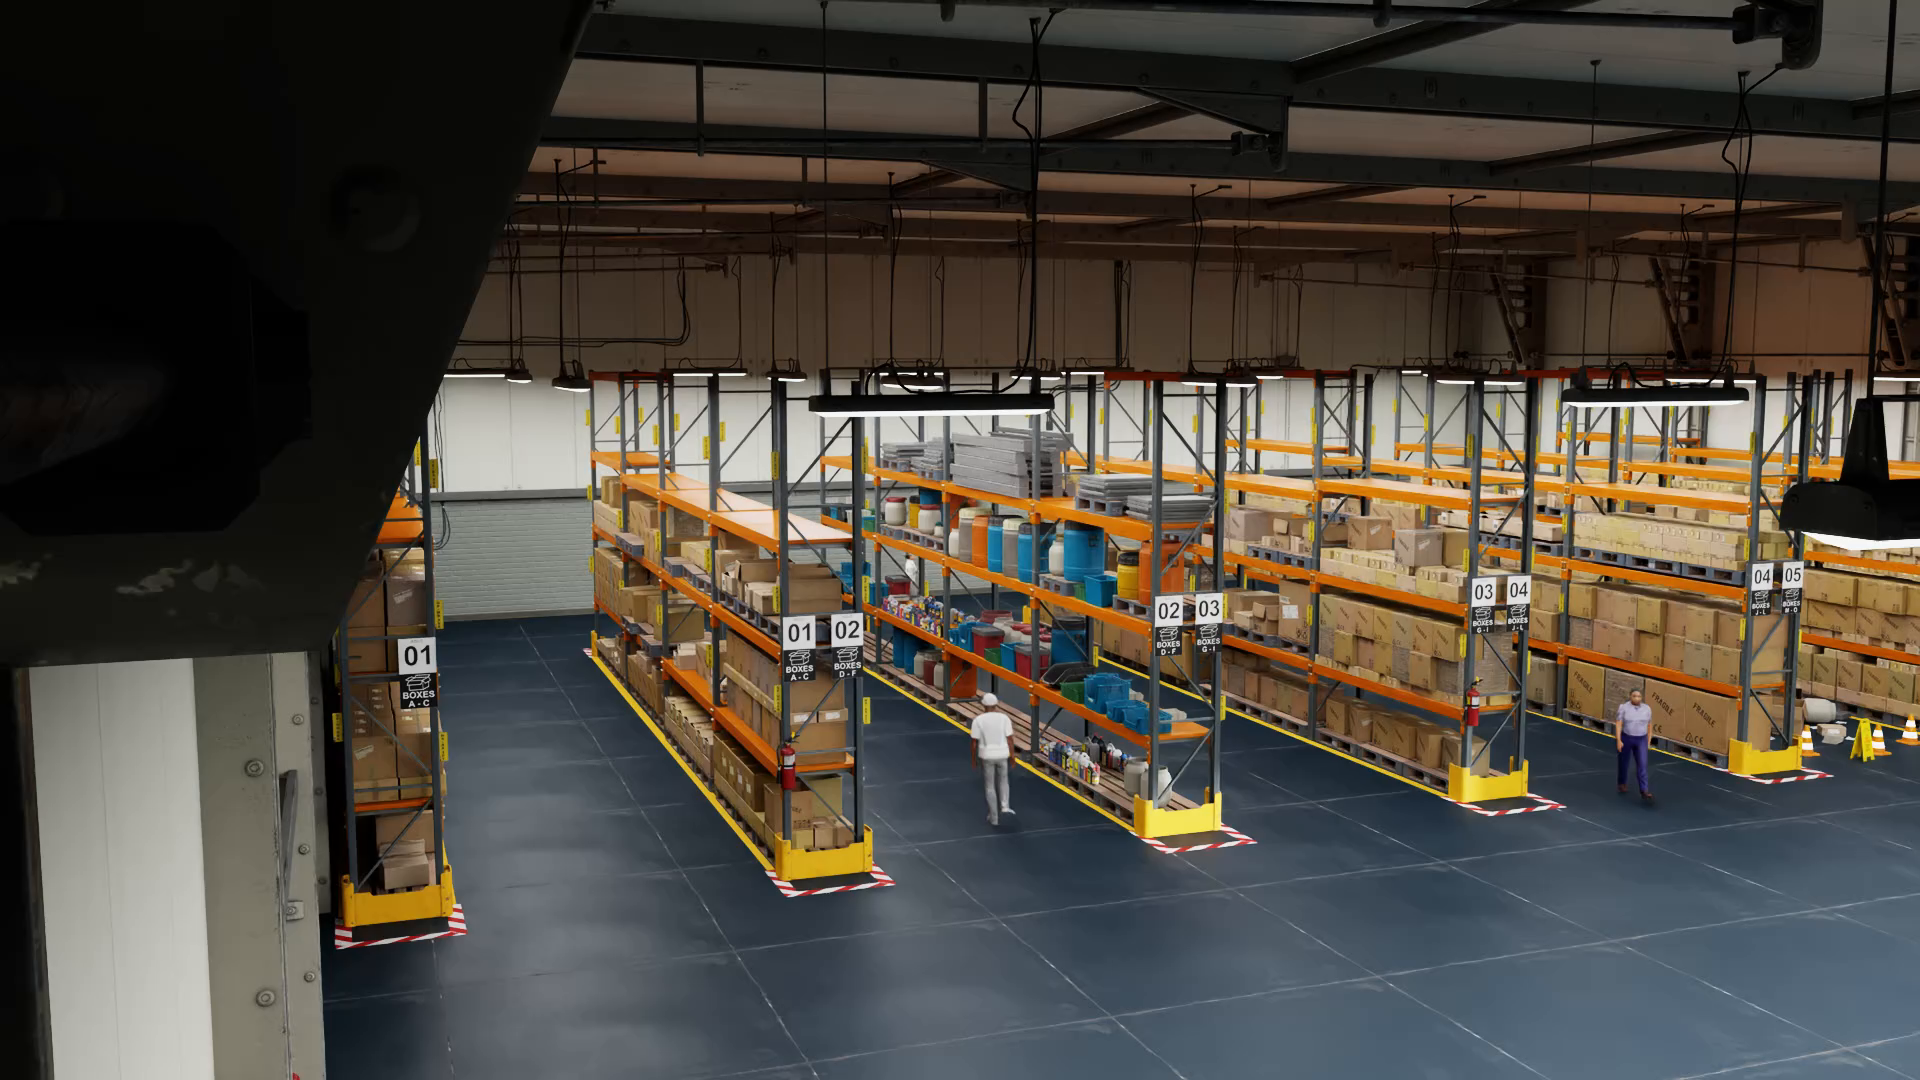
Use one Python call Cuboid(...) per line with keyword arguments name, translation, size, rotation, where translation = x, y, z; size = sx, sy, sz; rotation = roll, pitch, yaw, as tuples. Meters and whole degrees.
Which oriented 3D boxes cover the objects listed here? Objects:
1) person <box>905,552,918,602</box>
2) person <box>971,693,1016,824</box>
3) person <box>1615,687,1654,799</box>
Cuboid(name="person", translation=(-1.249, 1.048, 39.919), size=(0.815, 1.661, 0.491), rotation=(0, 6, -1))
Cuboid(name="person", translation=(0.445, 2.947, 22.480), size=(0.605, 1.753, 0.497), rotation=(-1, 6, -10))
Cuboid(name="person", translation=(9.610, 2.891, 23.716), size=(0.502, 1.571, 1.060), rotation=(2, 7, 17))
